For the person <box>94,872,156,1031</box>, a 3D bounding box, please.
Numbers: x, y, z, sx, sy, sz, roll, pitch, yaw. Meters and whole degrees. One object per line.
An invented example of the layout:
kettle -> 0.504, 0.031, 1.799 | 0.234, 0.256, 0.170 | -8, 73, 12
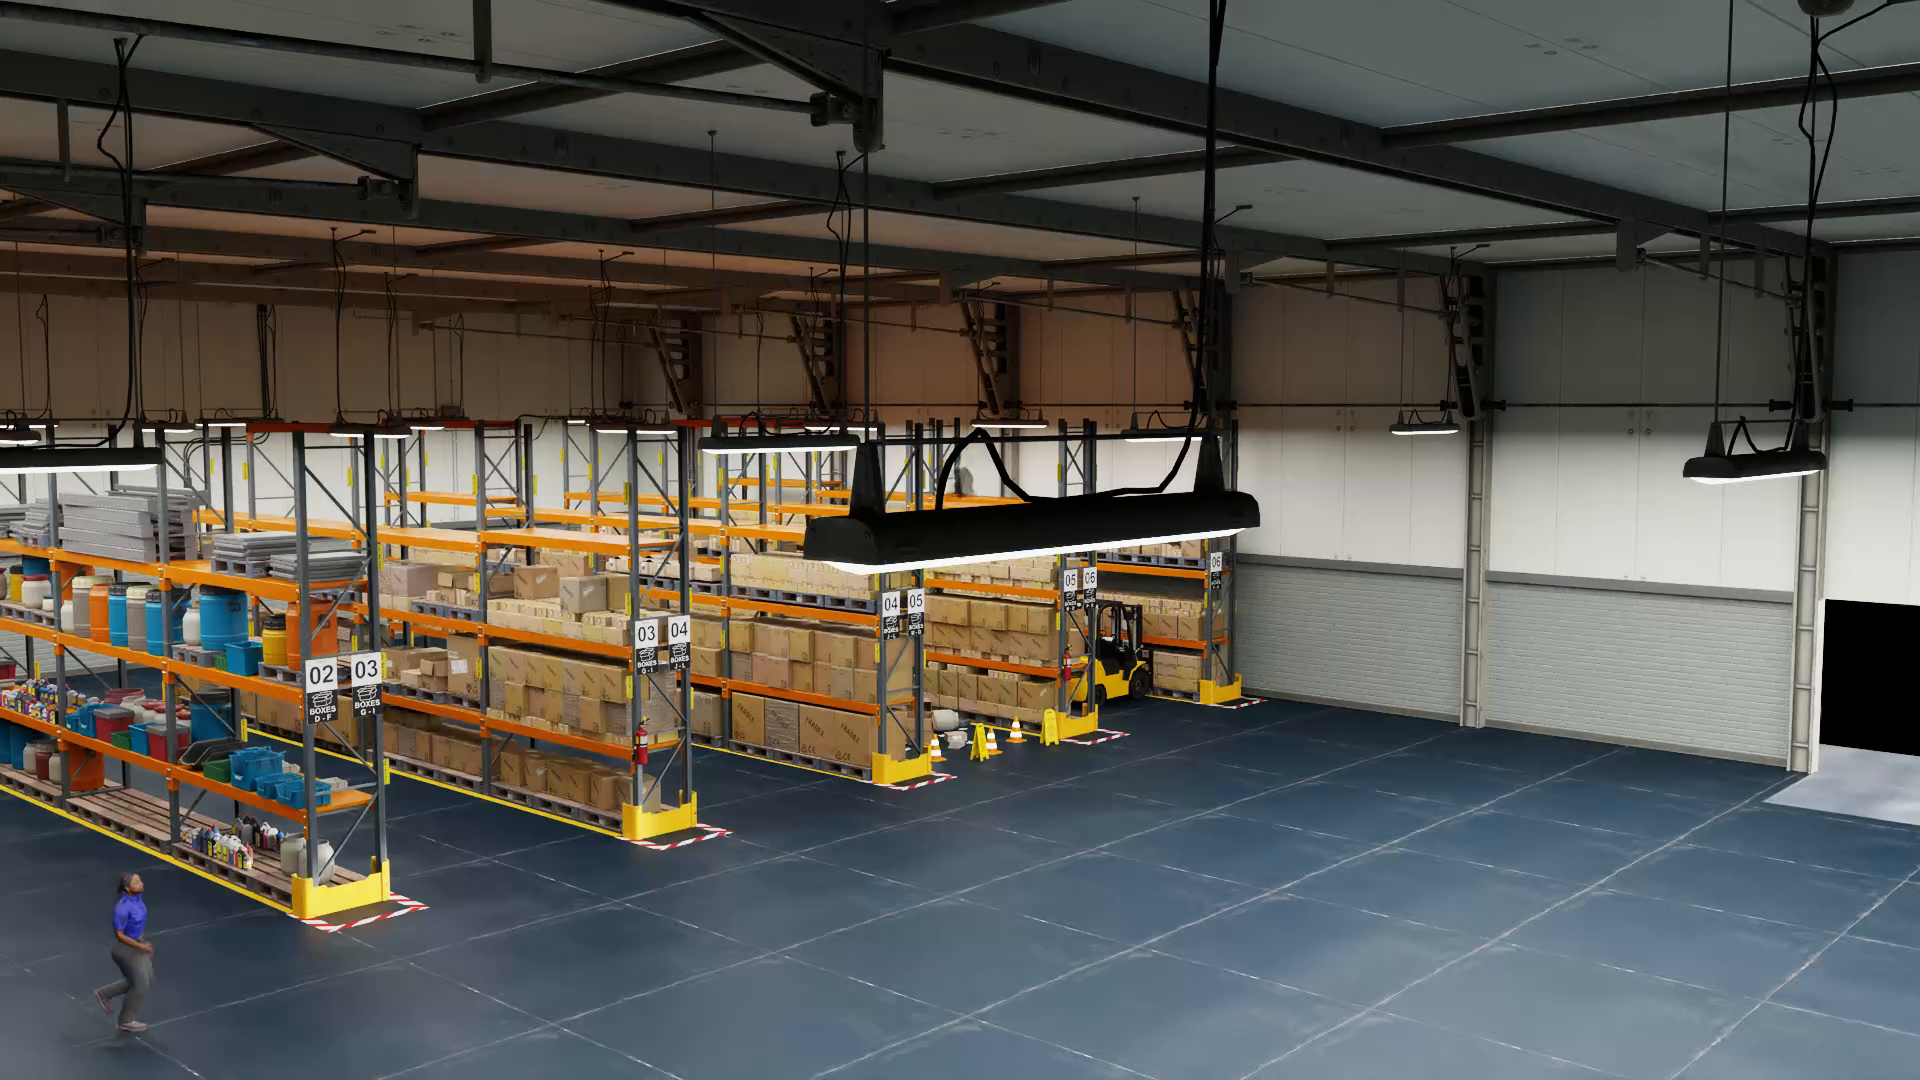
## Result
person -> -8.454, 4.164, 16.841 | 0.628, 1.615, 0.591 | -1, 5, -12
